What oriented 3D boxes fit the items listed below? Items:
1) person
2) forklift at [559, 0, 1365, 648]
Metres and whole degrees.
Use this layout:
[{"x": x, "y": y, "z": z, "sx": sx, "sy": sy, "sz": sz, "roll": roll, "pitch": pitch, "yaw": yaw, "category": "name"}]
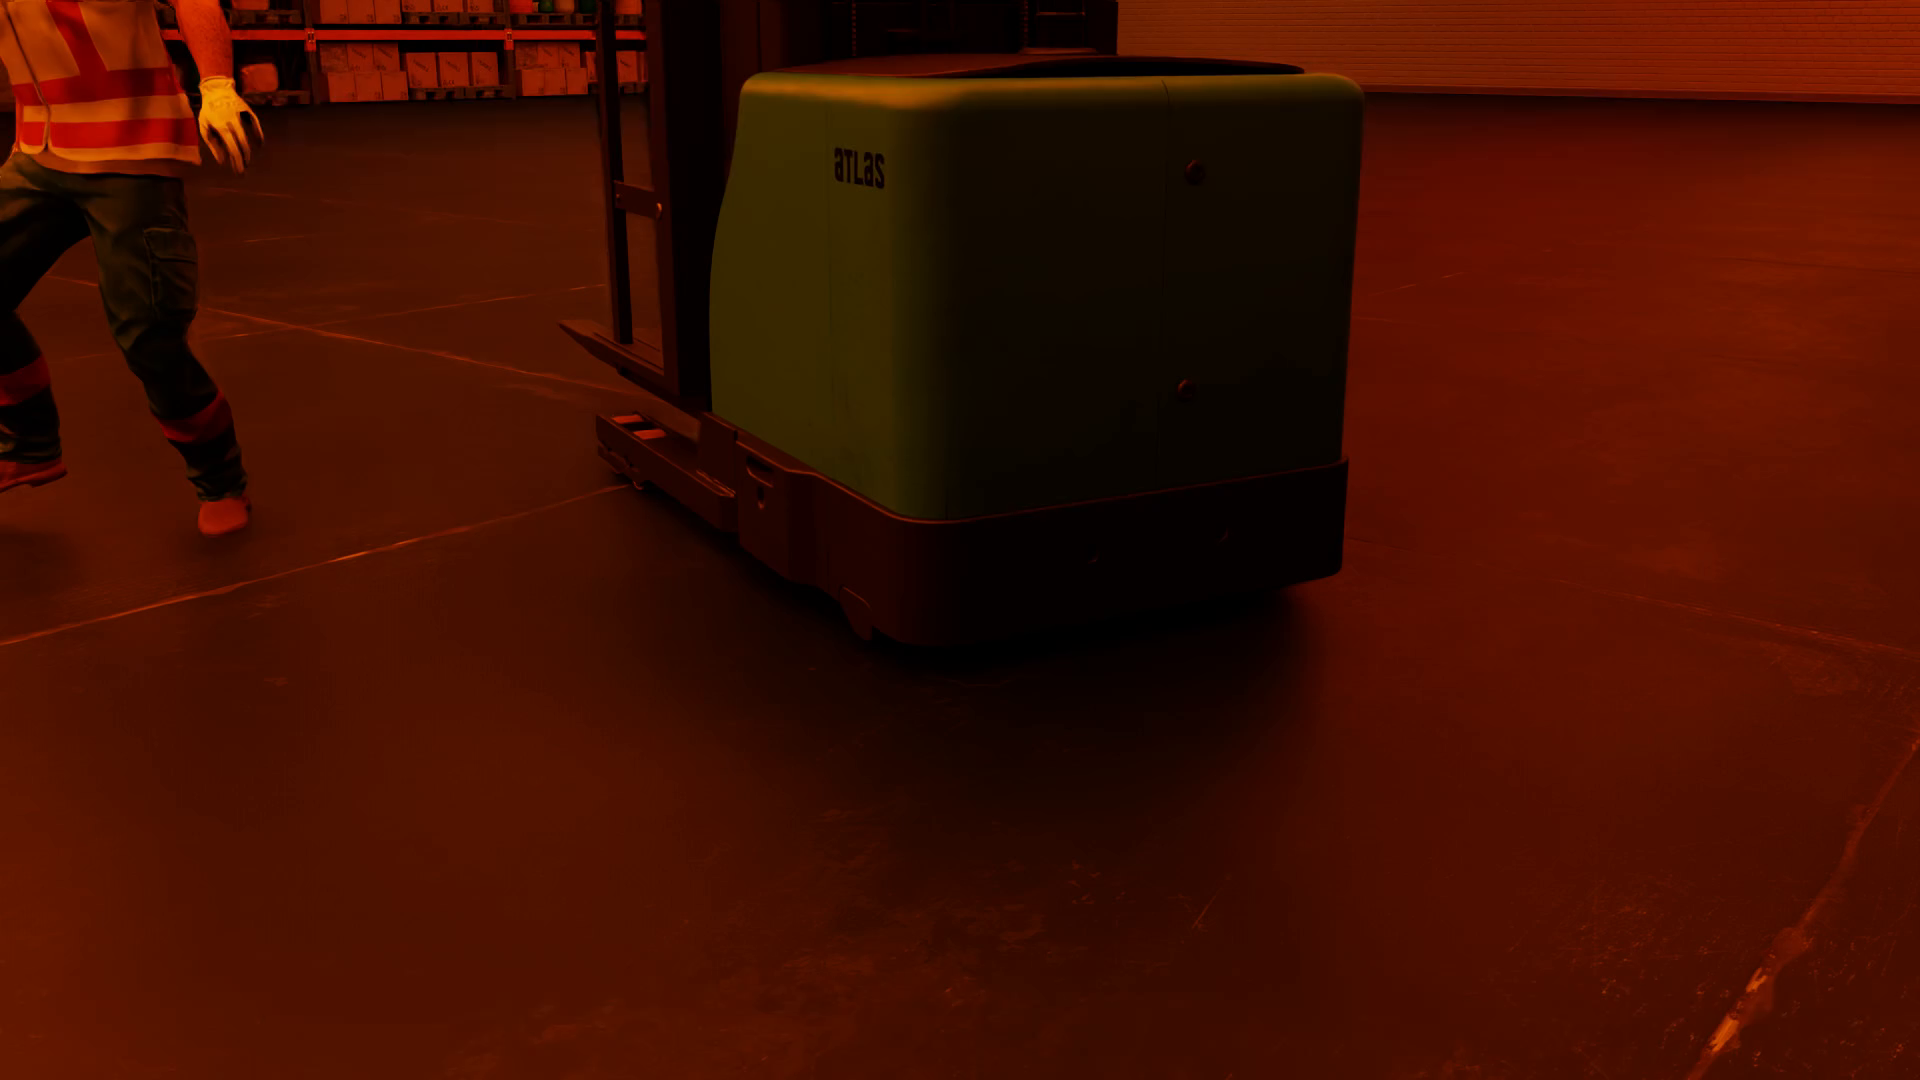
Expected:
[{"x": -1.991, "y": -0.824, "z": 3.782, "sx": 1.122, "sy": 1.719, "sz": 0.527, "roll": 8, "pitch": 19, "yaw": 25, "category": "person"}, {"x": -0.336, "y": -1.584, "z": 4.115, "sx": 1.130, "sy": 2.935, "sz": 3.031, "roll": -9, "pitch": 19, "yaw": -27, "category": "forklift"}]
